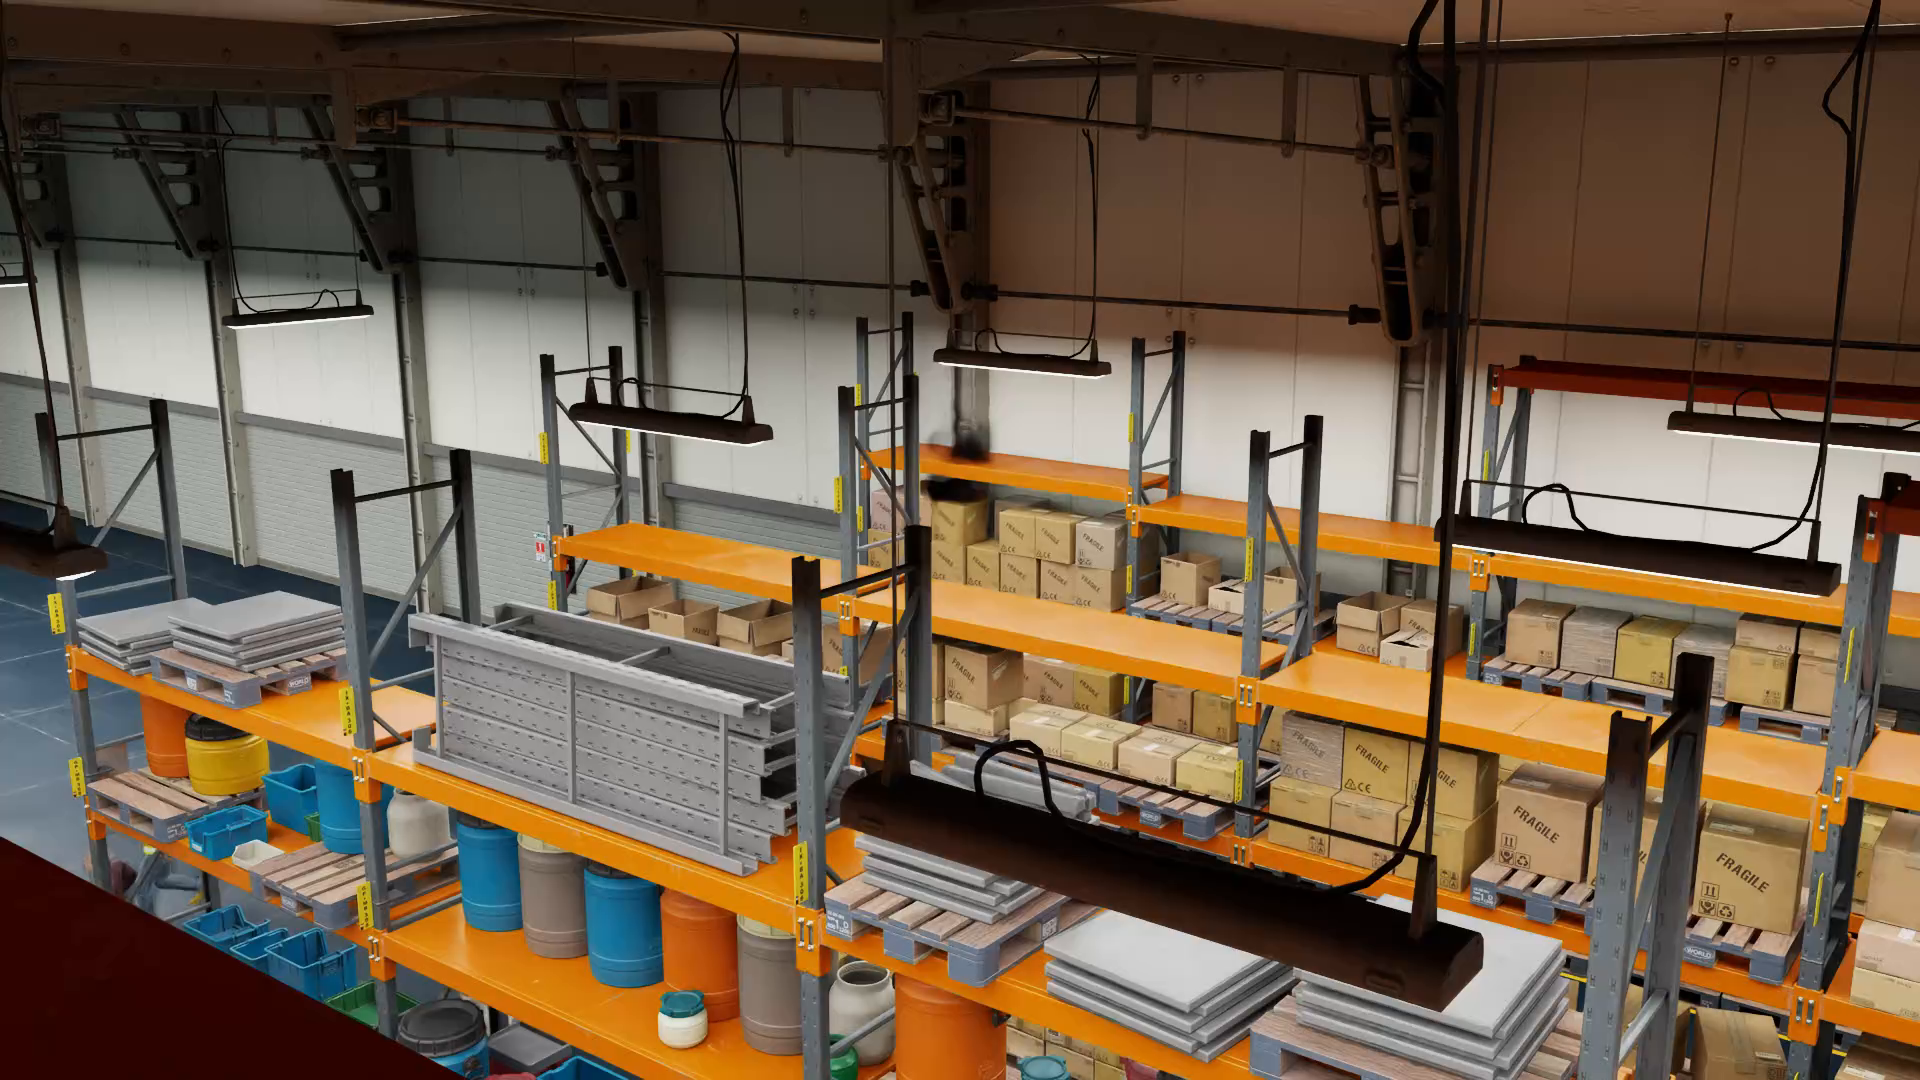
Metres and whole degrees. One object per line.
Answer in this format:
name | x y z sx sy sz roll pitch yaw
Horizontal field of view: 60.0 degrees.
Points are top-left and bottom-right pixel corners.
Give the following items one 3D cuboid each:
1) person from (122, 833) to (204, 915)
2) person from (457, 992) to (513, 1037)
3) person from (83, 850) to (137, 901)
person | -8.384 3.247 17.457 0.932 1.754 0.712 -7 15 -28
person | -3.970 4.007 14.162 0.671 1.722 0.729 8 15 31
person | -7.919 3.669 15.569 0.949 1.748 0.759 -4 14 -18
